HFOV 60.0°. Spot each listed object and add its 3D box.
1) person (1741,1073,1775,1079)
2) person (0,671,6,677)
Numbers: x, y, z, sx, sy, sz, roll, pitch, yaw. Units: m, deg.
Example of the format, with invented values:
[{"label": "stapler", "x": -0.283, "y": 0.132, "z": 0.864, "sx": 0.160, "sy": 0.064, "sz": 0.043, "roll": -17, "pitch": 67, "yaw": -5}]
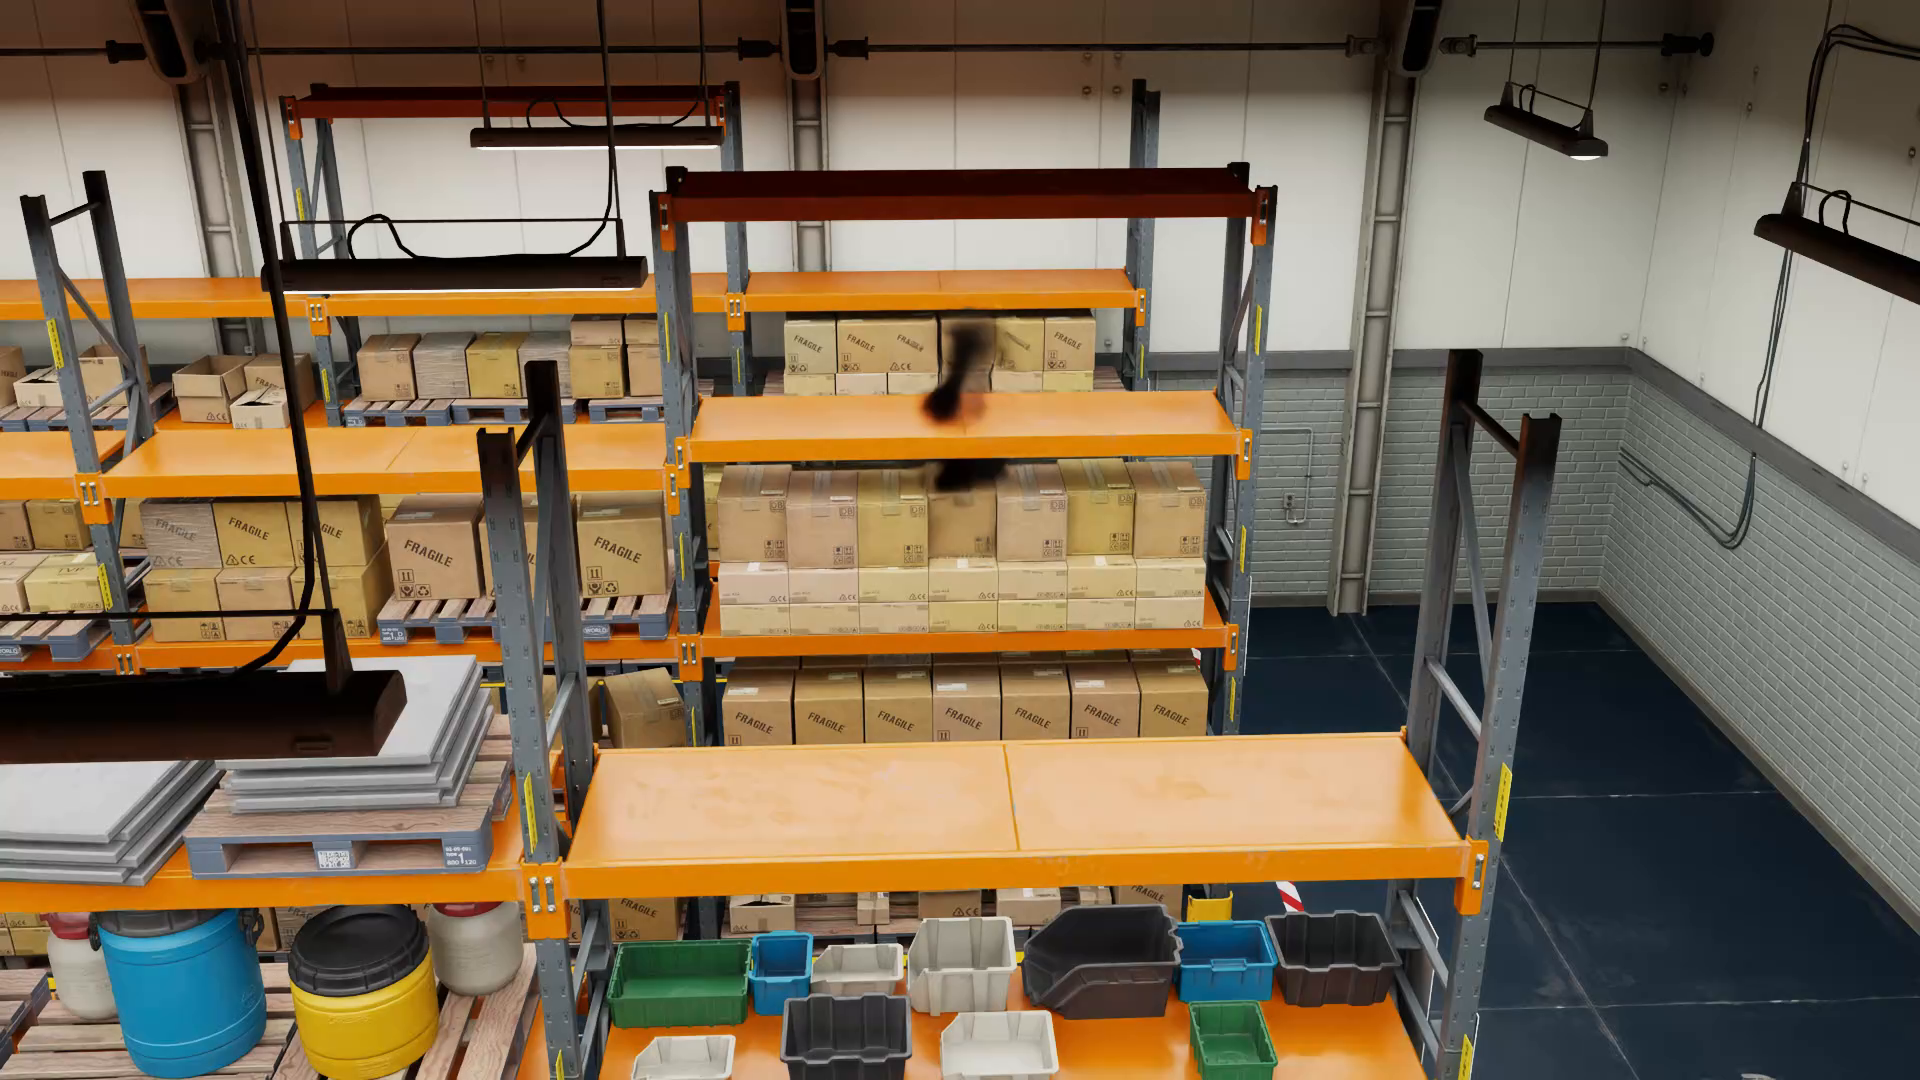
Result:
[{"label": "person", "x": 4.519, "y": 3.750, "z": 9.778, "sx": 0.703, "sy": 1.628, "sz": 0.515, "roll": 6, "pitch": 23, "yaw": 15}, {"label": "person", "x": -8.759, "y": 1.578, "z": 15.057, "sx": 0.681, "sy": 1.737, "sz": 0.809, "roll": 18, "pitch": 28, "yaw": 37}]
